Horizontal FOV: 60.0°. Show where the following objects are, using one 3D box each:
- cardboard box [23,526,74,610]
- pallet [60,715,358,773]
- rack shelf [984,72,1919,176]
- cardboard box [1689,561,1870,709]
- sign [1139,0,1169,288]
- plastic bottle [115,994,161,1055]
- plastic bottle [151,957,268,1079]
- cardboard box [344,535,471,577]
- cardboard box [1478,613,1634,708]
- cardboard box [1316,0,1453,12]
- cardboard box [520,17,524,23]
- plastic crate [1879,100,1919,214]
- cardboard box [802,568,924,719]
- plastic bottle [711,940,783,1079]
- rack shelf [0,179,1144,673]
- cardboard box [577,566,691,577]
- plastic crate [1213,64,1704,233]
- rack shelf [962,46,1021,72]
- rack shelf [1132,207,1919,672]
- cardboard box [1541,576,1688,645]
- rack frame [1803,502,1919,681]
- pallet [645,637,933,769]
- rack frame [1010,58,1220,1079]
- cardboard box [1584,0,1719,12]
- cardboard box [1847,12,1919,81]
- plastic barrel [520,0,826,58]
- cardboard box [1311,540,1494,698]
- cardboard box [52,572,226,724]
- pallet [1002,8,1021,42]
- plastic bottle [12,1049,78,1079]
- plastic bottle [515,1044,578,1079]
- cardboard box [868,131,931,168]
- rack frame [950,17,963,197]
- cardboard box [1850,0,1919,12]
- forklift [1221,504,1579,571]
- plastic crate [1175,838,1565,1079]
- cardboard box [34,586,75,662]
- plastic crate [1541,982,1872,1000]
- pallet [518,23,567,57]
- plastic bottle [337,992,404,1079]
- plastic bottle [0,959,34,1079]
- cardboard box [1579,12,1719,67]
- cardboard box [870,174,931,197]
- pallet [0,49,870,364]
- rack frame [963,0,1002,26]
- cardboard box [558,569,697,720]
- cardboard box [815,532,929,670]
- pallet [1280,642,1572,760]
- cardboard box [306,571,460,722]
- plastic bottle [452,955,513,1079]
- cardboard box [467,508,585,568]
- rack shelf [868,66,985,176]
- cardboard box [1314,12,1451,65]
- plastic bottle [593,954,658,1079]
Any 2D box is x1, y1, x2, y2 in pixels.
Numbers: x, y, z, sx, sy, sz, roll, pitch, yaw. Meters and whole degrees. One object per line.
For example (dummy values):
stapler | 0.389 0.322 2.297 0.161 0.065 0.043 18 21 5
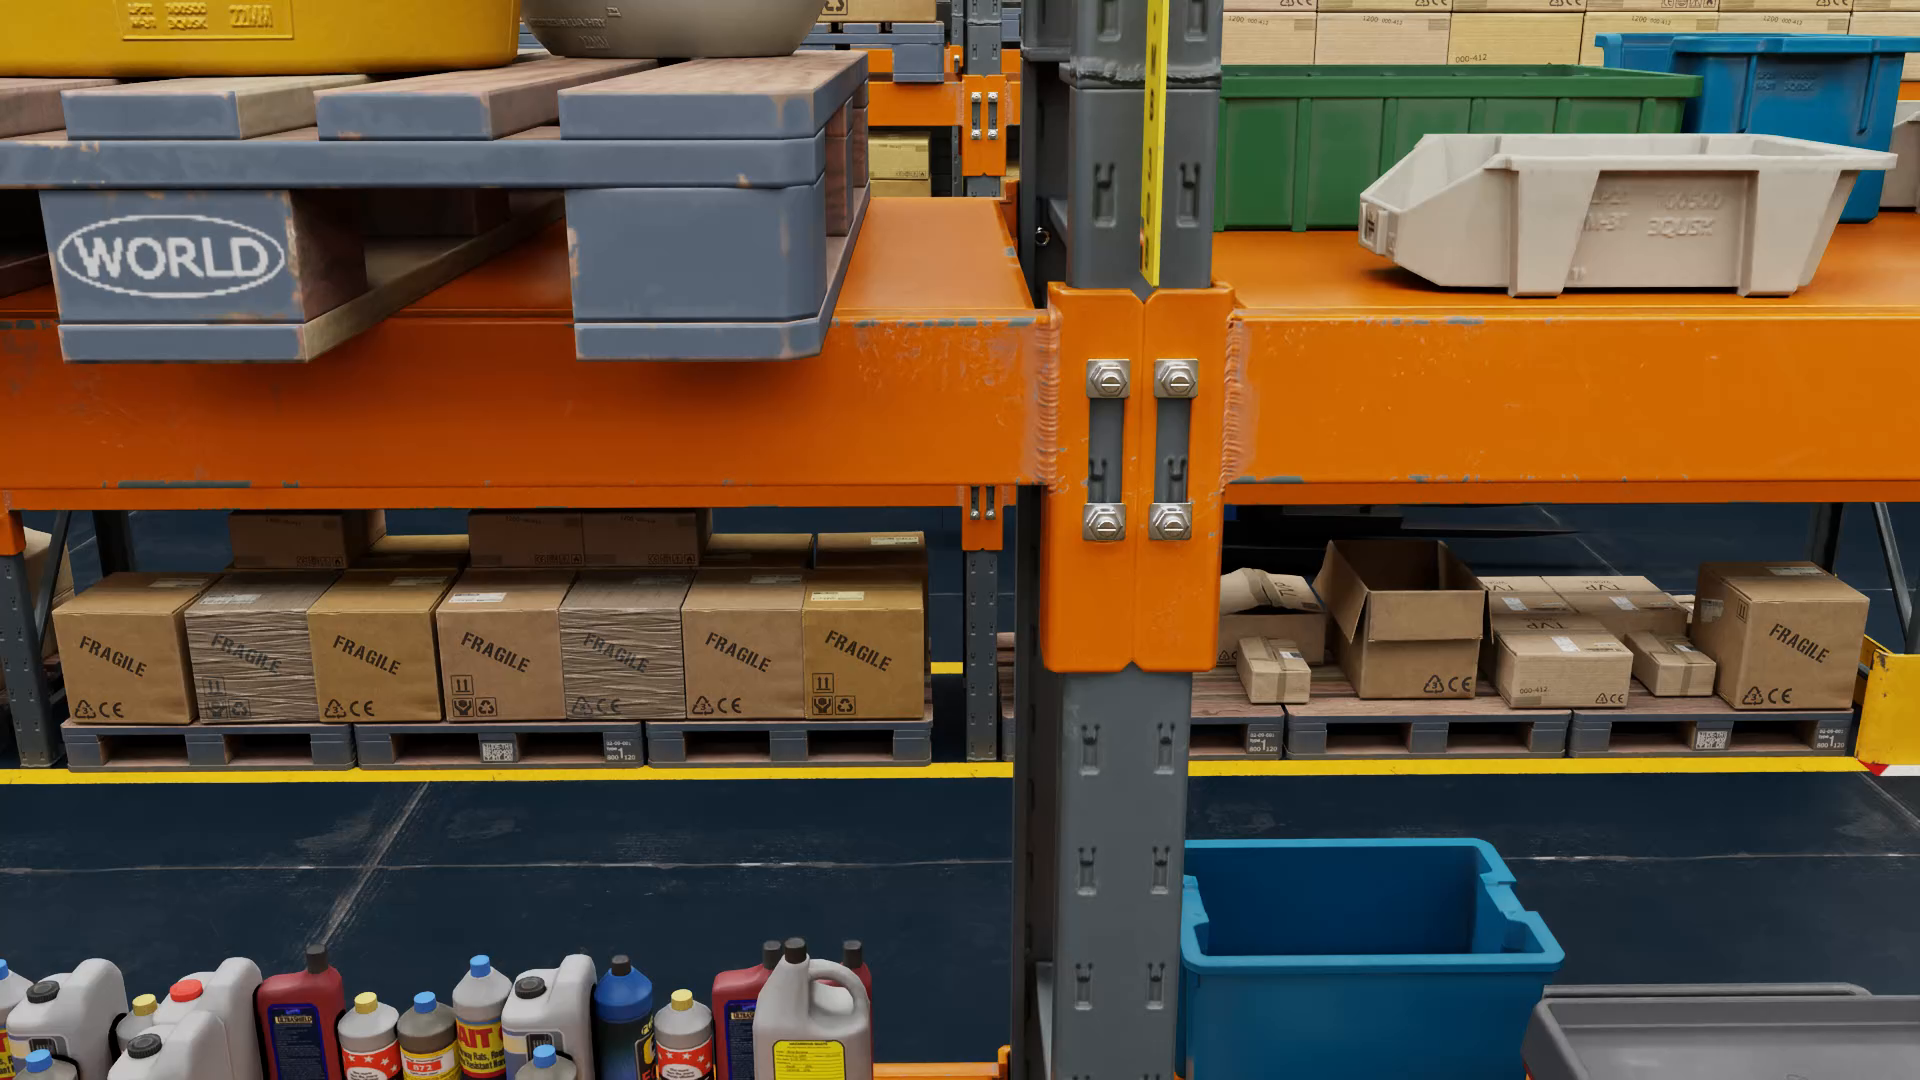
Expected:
cardboard box | -4.444 0.143 7.588 0.500 0.311 0.500 0 18 1
pallet | -3.169 0.723 7.448 1.213 0.211 1.003 0 18 -1
rack shelf | 2.084 -1.727 6.788 4.000 0.370 1.077 0 18 -1
cardboard box | 3.544 0.407 7.239 0.500 0.500 0.500 0 18 -1
sign | 0.165 -0.384 1.407 0.005 0.325 0.100 0 18 -1
plastic bottle | -1.353 0.858 2.787 0.097 0.201 0.097 0 18 0
plastic bottle | -1.236 0.830 2.751 0.135 0.276 0.152 0 18 -1
cardboard box | -2.467 0.290 7.606 0.500 0.500 0.500 -1 18 -3
cardboard box | 2.593 0.522 7.291 0.500 0.250 0.500 0 18 -1
cardboard box | 1.574 -2.155 6.371 0.500 0.250 0.500 0 18 -1
cardboard box | -1.755 -2.368 6.594 0.600 0.600 0.600 -1 18 -3
plastic crate | 1.424 -0.544 2.354 0.466 0.136 0.293 0 18 -1
cardboard box | -0.405 0.439 7.141 0.500 0.500 0.500 0 18 -1
plastic bottle | -0.348 0.809 2.807 0.133 0.283 0.061 0 18 -1
rack shelf | -1.841 -0.195 2.012 4.000 0.370 1.077 0 18 -1
cardboard box | -1.437 0.283 7.627 0.500 0.500 0.500 0 18 0
plastic crate | 0.577 -0.541 2.259 0.662 0.188 0.450 0 18 -1
rack shelf | 2.002 -3.240 11.505 4.000 0.370 1.077 0 18 -1
rack shelf | 2.158 -0.214 2.072 4.000 0.370 1.077 0 18 -1
cardboard box | 3.035 0.367 7.774 0.500 0.250 0.500 0 18 -1
rack frame | 4.083 -0.651 7.167 0.127 3.000 1.000 0 18 -1
pallet | -0.729 0.711 7.484 1.213 0.211 1.003 0 18 -1
rack frame | 0.158 0.881 2.390 0.127 3.000 1.000 0 18 -1
cardboard box | 2.574 -2.162 6.393 0.500 0.250 0.500 0 18 -1
cardboard box | 3.574 -1.925 6.473 0.500 0.250 0.500 0 18 -1
plastic barrel | -0.372 -0.886 2.078 0.433 0.535 0.433 0 18 0
cardboard box | 1.962 0.337 7.454 0.637 0.503 0.797 0 18 -1
cardboard box | -3.456 0.453 7.096 0.500 0.500 0.500 0 18 1
pallet | 0.820 -3.532 11.381 1.213 0.211 1.003 0 18 -1
plastic bottle | -1.448 0.905 2.641 0.097 0.201 0.097 0 18 0
plastic bottle | -0.656 0.901 2.653 0.097 0.201 0.097 0 18 0
cardboard box | -0.462 -2.778 11.886 0.500 0.250 0.500 0 18 1
rack frame | 0.002 -2.145 11.823 0.127 3.000 1.000 0 18 -1
cardboard box | 3.574 -2.166 6.405 0.500 0.250 0.500 0 18 -1
forklift | 2.038 -1.361 9.492 3.031 2.935 1.130 1 18 3
plastic crate | 0.620 0.754 2.715 0.575 0.384 0.392 0 18 -1
cardboard box | -4.444 0.410 7.674 0.500 0.250 0.500 0 18 -1
plastic crate | 1.273 0.896 2.696 0.590 0.125 0.437 0 18 -1
pallet | -1.606 -1.983 6.716 1.003 0.211 1.213 0 18 -1
plastic bottle | -0.987 0.856 2.792 0.097 0.201 0.097 0 18 0
plastic bottle | -1.585 0.826 2.773 0.097 0.271 0.097 0 18 0
cardboard box | 2.574 -1.920 6.456 0.500 0.250 0.500 0 18 -1
cardboard box | -0.456 -2.264 11.512 0.500 0.500 0.500 -1 18 -2
pallet | -0.624 -0.424 1.856 1.003 0.211 1.213 0 18 -1
rack frame | 0.084 -3.488 6.190 0.127 3.000 1.000 0 18 -1
cardboard box | -1.401 0.441 7.134 0.500 0.500 0.500 0 18 0
cardboard box | -0.404 0.277 7.646 0.500 0.500 0.500 -1 18 -3
pallet | 1.993 0.686 7.563 1.213 0.211 1.003 0 18 -1
cardboard box | -2.431 0.448 7.112 0.500 0.500 0.500 -1 18 -2
plastic bottle | -0.793 0.822 2.785 0.097 0.271 0.097 0 18 0
cardboard box | -1.905 -0.073 7.508 0.500 0.250 0.500 -1 18 -2
rack shelf | -1.916 -1.708 6.728 4.000 0.370 1.077 0 18 -1
cardboard box | 1.574 -1.919 6.453 0.500 0.250 0.500 0 18 -1
plastic bottle | -0.561 0.821 2.788 0.097 0.271 0.097 0 18 0
